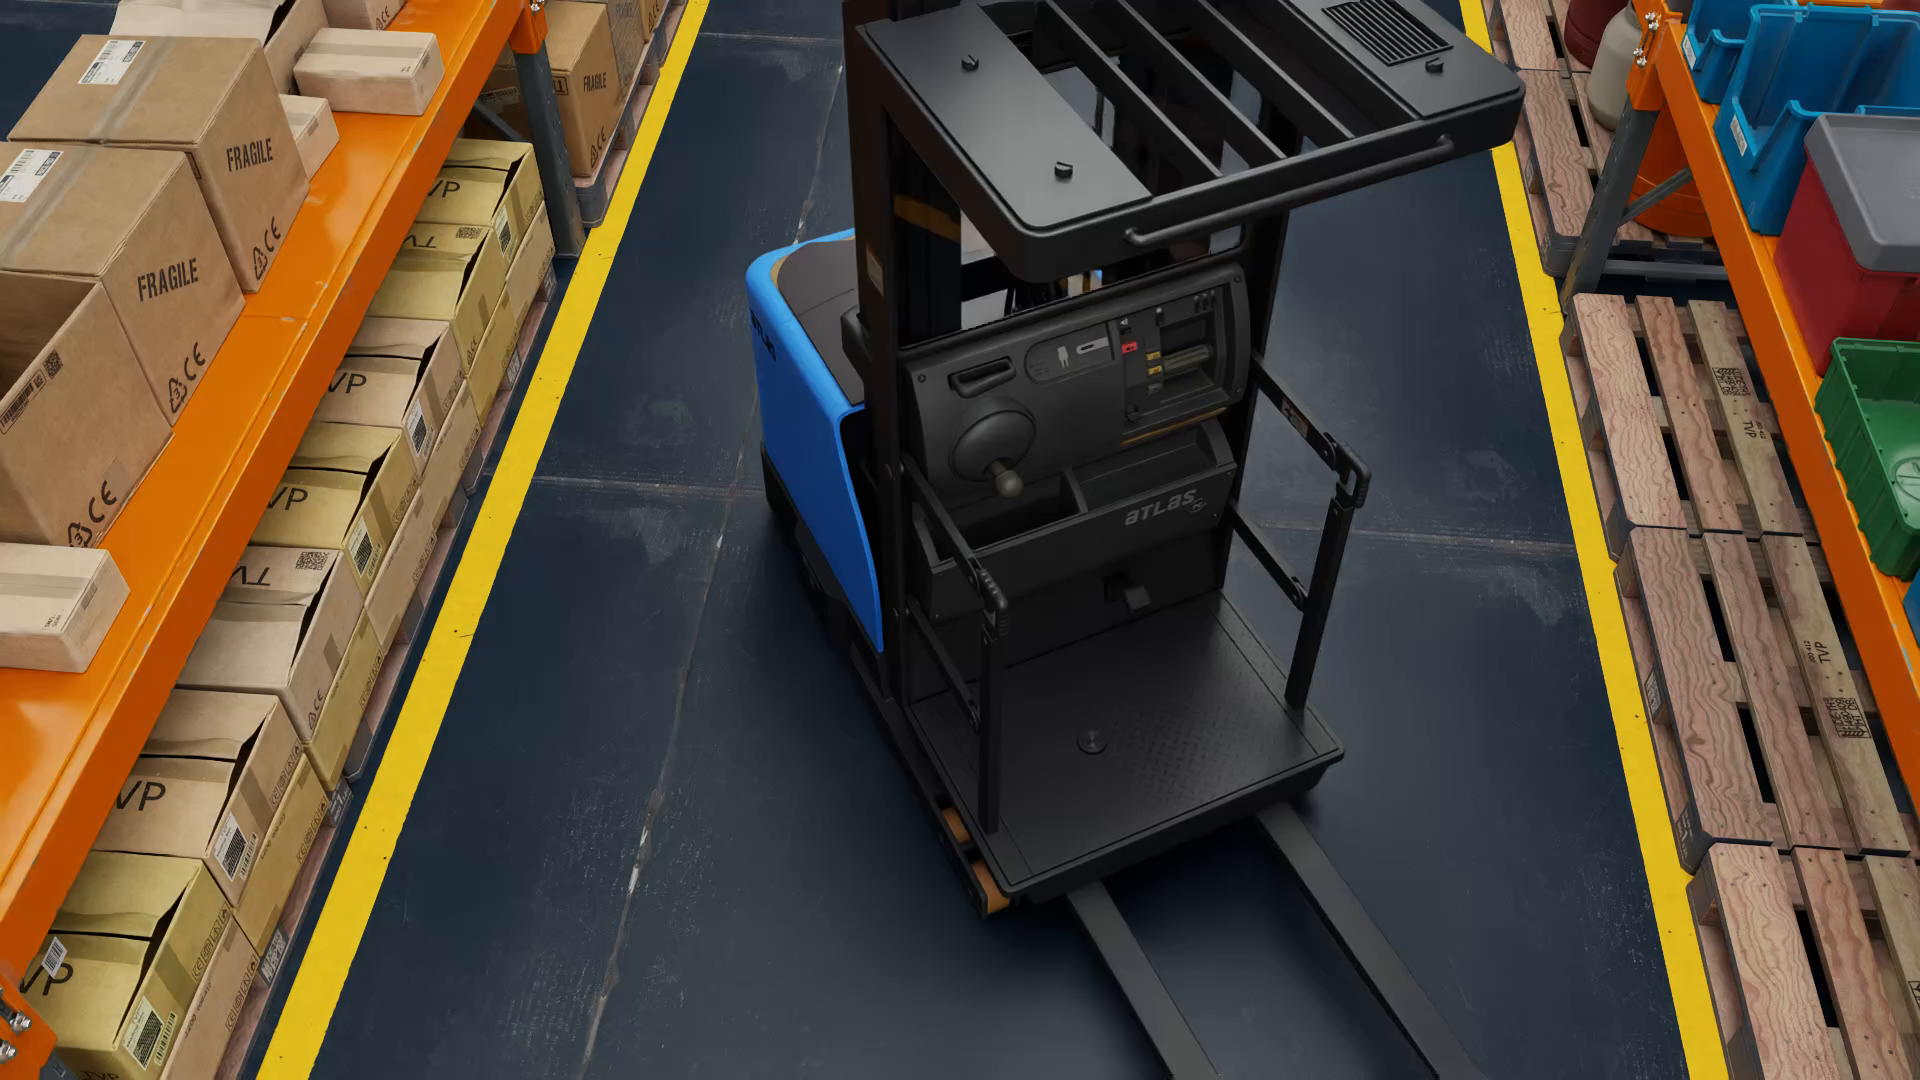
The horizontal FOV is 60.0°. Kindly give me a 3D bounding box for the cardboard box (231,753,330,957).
[{"bbox_3d":[-2.083,0.830,4.536,0.500,0.250,0.500,5,48,5],"label":"cardboard box"}]

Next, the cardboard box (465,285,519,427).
[{"bbox_3d":[-1.898,-0.672,5.910,0.500,0.250,0.500,3,48,3],"label":"cardboard box"}]

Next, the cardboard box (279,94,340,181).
[{"bbox_3d":[-2.110,-1.214,4.998,0.380,0.149,0.250,7,48,6],"label":"cardboard box"}]

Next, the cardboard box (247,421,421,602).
[{"bbox_3d":[-1.990,-0.120,5.026,0.500,0.311,0.500,5,48,5],"label":"cardboard box"}]

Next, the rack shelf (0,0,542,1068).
[{"bbox_3d":[-2.232,-0.527,4.687,1.077,0.370,4.000,4,48,4],"label":"rack shelf"}]

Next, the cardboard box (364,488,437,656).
[{"bbox_3d":[-1.991,0.076,5.227,0.500,0.250,0.500,5,48,4],"label":"cardboard box"}]

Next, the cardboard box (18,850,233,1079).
[{"bbox_3d":[-2.129,1.009,3.993,0.500,0.311,0.500,4,48,4],"label":"cardboard box"}]

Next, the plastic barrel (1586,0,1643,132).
[{"bbox_3d":[2.873,-1.988,6.937,0.421,0.512,0.421,0,48,0],"label":"plastic barrel"}]

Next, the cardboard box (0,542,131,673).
[{"bbox_3d":[-2.130,0.147,3.753,0.380,0.149,0.250,4,48,4],"label":"cardboard box"}]

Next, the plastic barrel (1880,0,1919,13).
[{"bbox_3d":[3.142,-1.589,5.078,0.600,0.536,0.708,4,48,4],"label":"plastic barrel"}]

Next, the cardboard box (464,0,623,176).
[{"bbox_3d":[-1.724,-1.860,6.814,0.500,0.500,0.500,6,48,5],"label":"cardboard box"}]

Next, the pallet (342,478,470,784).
[{"bbox_3d":[-2.277,0.198,5.426,1.003,0.211,1.213,4,48,4],"label":"pallet"}]

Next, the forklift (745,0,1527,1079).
[{"bbox_3d":[0.410,-0.297,4.035,1.130,2.935,3.031,-19,50,-17],"label":"forklift"}]

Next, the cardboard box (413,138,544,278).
[{"bbox_3d":[-1.852,-1.241,6.051,0.500,0.311,0.500,5,48,5],"label":"cardboard box"}]

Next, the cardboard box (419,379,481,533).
[{"bbox_3d":[-1.947,-0.302,5.572,0.500,0.250,0.500,5,48,4],"label":"cardboard box"}]

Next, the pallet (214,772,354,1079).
[{"bbox_3d":[-2.386,1.096,4.604,1.003,0.211,1.213,4,48,4],"label":"pallet"}]

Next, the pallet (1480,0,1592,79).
[{"bbox_3d":[3.027,-2.439,7.838,1.003,0.211,1.213,4,48,4],"label":"pallet"}]

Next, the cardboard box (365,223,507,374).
[{"bbox_3d":[-1.893,-0.859,5.702,0.500,0.311,0.500,3,48,3],"label":"cardboard box"}]

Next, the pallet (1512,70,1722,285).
[{"bbox_3d":[2.913,-1.545,7.020,1.003,0.211,1.213,4,48,4],"label":"pallet"}]

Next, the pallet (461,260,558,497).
[{"bbox_3d":[-2.164,-0.696,6.244,1.003,0.211,1.213,4,48,4],"label":"pallet"}]

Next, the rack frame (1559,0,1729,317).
[{"bbox_3d":[2.883,-1.904,5.459,1.000,3.000,0.127,4,48,4],"label":"rack frame"}]

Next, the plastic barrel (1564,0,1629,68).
[{"bbox_3d":[3.013,-2.422,7.282,0.600,0.588,0.708,4,48,4],"label":"plastic barrel"}]

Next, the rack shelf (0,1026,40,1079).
[{"bbox_3d":[-2.597,2.412,1.999,1.077,0.370,4.000,4,48,4],"label":"rack shelf"}]

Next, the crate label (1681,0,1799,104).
[{"bbox_3d":[2.471,-1.563,5.260,0.303,0.233,0.416,4,48,4],"label":"crate label"}]

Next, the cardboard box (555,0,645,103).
[{"bbox_3d":[-1.682,-2.245,7.166,0.500,0.500,0.500,2,48,2],"label":"cardboard box"}]

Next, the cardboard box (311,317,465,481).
[{"bbox_3d":[-1.942,-0.488,5.363,0.500,0.311,0.500,4,48,3],"label":"cardboard box"}]

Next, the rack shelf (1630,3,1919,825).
[{"bbox_3d":[2.700,-0.192,4.380,1.077,0.370,4.000,4,48,4],"label":"rack shelf"}]

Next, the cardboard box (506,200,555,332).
[{"bbox_3d":[-1.855,-1.051,6.257,0.500,0.250,0.500,5,48,4],"label":"cardboard box"}]

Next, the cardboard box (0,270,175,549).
[{"bbox_3d":[-2.280,-0.285,3.910,0.500,0.500,0.500,7,48,6],"label":"cardboard box"}]

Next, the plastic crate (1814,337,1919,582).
[{"bbox_3d":[2.396,-0.192,4.036,0.450,0.188,0.662,4,48,4],"label":"plastic crate"}]

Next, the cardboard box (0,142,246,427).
[{"bbox_3d":[-2.234,-0.653,4.246,0.500,0.500,0.500,4,48,4],"label":"cardboard box"}]

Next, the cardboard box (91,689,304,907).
[{"bbox_3d":[-2.078,0.642,4.329,0.500,0.311,0.500,3,48,3],"label":"cardboard box"}]

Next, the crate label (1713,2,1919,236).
[{"bbox_3d":[2.523,-1.204,4.795,0.502,0.435,0.616,4,48,4],"label":"crate label"}]

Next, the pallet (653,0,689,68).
[{"bbox_3d":[-1.830,-2.739,8.112,1.003,0.211,1.213,4,48,4],"label":"pallet"}]

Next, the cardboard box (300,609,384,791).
[{"bbox_3d":[-2.038,0.450,4.885,0.500,0.250,0.500,3,48,2],"label":"cardboard box"}]

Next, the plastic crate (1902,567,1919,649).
[{"bbox_3d":[2.309,0.209,3.537,0.392,0.384,0.575,4,48,4],"label":"plastic crate"}]

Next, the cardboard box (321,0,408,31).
[{"bbox_3d":[-2.126,-1.945,5.557,0.500,0.311,0.500,7,48,6],"label":"cardboard box"}]

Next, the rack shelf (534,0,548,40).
[{"bbox_3d":[-1.867,-3.467,7.376,1.077,0.370,4.000,4,48,4],"label":"rack shelf"}]

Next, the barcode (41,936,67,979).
[{"bbox_3d":[-1.976,0.911,3.629,0.001,0.075,0.075,4,48,4],"label":"barcode"}]

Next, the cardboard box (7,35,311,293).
[{"bbox_3d":[-2.186,-1.040,4.600,0.500,0.500,0.500,2,48,1],"label":"cardboard box"}]

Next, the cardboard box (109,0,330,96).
[{"bbox_3d":[-2.324,-1.566,5.210,0.500,0.311,0.500,3,48,3],"label":"cardboard box"}]

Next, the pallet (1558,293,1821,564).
[{"bbox_3d":[2.773,-0.396,5.969,1.003,0.211,1.213,4,48,4],"label":"pallet"}]

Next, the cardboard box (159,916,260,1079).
[{"bbox_3d":[-2.131,1.206,4.193,0.500,0.250,0.500,3,48,3],"label":"cardboard box"}]

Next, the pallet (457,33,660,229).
[{"bbox_3d":[-1.944,-1.845,7.294,1.003,0.211,1.213,4,48,4],"label":"pallet"}]

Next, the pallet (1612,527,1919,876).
[{"bbox_3d":[2.660,0.498,5.152,1.003,0.211,1.213,4,48,4],"label":"pallet"}]

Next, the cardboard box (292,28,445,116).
[{"bbox_3d":[-1.857,-1.476,5.237,0.380,0.149,0.250,4,48,4],"label":"cardboard box"}]

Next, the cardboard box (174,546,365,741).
[{"bbox_3d":[-2.032,0.262,4.677,0.500,0.311,0.500,2,48,2],"label":"cardboard box"}]

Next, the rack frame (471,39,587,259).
[{"bbox_3d":[-2.050,-2.240,5.766,1.000,3.000,0.127,4,48,4],"label":"rack frame"}]

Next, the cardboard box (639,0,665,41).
[{"bbox_3d":[-1.631,-2.613,7.503,0.500,0.500,0.500,3,48,3],"label":"cardboard box"}]

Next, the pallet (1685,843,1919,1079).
[{"bbox_3d":[2.551,1.397,4.329,1.003,0.211,1.213,4,48,4],"label":"pallet"}]

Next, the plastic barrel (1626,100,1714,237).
[{"bbox_3d":[2.910,-1.674,6.434,0.600,0.830,0.708,4,48,4],"label":"plastic barrel"}]

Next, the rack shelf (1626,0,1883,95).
[{"bbox_3d":[3.065,-3.131,7.068,1.077,0.370,4.000,4,48,4],"label":"rack shelf"}]

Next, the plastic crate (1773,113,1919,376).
[{"bbox_3d":[2.431,-0.759,4.368,0.402,0.464,0.583,4,48,4],"label":"plastic crate"}]
